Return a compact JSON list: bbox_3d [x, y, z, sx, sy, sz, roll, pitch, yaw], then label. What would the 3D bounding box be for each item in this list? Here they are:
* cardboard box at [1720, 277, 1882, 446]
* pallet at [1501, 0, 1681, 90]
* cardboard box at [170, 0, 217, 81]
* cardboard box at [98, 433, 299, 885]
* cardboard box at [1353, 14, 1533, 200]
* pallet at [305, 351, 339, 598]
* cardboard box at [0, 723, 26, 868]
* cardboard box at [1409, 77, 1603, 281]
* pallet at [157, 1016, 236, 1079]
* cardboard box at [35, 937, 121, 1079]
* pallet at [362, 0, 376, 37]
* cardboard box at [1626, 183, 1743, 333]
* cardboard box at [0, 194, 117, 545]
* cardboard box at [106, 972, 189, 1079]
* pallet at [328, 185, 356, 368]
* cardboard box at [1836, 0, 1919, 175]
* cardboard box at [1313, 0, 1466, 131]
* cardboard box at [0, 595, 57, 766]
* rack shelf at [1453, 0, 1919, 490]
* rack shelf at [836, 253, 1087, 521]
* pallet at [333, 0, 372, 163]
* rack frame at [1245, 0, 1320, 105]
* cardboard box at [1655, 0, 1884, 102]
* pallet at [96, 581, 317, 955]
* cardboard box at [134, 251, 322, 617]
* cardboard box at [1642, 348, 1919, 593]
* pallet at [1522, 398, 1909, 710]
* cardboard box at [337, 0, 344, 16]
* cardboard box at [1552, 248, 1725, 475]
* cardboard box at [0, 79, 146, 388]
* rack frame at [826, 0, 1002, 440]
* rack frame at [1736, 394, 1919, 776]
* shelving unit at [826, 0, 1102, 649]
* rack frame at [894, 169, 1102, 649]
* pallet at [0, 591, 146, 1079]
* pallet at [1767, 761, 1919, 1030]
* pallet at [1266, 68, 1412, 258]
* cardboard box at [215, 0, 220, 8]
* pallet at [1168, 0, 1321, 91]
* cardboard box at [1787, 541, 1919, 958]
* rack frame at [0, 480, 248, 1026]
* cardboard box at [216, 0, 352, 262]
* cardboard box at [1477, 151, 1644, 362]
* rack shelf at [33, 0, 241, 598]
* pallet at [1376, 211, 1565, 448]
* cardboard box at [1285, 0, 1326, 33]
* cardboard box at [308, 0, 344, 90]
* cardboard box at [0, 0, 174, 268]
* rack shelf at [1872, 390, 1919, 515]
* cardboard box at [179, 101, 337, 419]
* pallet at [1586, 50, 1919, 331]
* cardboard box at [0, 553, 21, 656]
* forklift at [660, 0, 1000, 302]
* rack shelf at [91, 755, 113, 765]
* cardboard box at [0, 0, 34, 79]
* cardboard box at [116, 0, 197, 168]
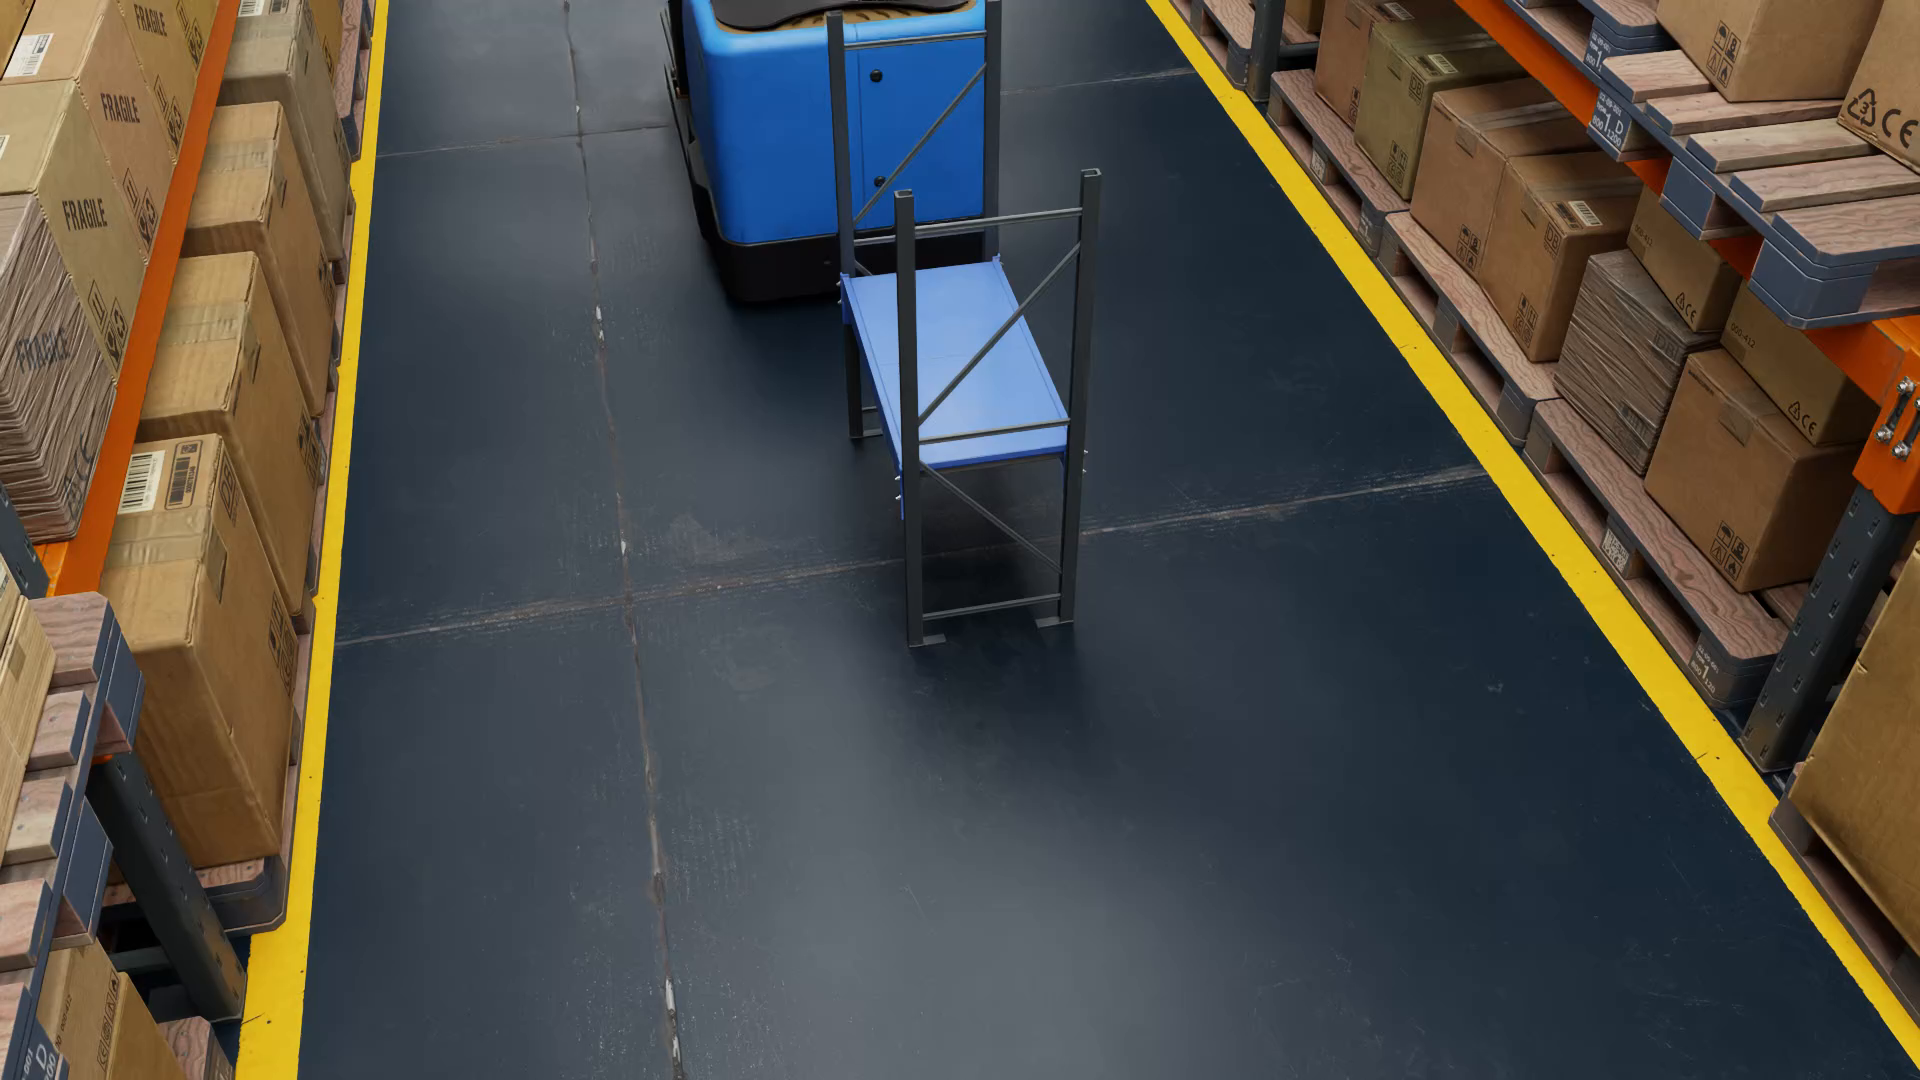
[{"bbox_3d":[2.482,-0.531,4.576,0.500,0.250,0.500,-7,42,-8],"label":"cardboard box"},{"bbox_3d":[2.188,-1.797,5.159,1.003,0.211,1.213,-8,42,-9],"label":"pallet"},{"bbox_3d":[-2.481,-1.621,4.741,0.500,0.500,0.500,-8,42,-9],"label":"cardboard box"},{"bbox_3d":[-2.253,0.331,3.996,1.050,0.750,0.750,-9,42,-10],"label":"cardboard box"},{"bbox_3d":[1.988,-1.701,6.458,0.700,0.500,0.500,-9,42,-10],"label":"cardboard box"},{"bbox_3d":[-2.566,-0.214,5.332,1.003,0.211,1.213,-8,42,-9],"label":"pallet"},{"bbox_3d":[-1.602,0.406,2.406,0.380,0.149,0.250,-8,42,-9],"label":"cardboard box"},{"bbox_3d":[2.110,-1.338,6.049,0.700,0.500,0.500,-12,43,-13],"label":"cardboard box"},{"bbox_3d":[-2.042,1.604,3.284,1.003,0.211,1.213,-8,42,-9],"label":"pallet"},{"bbox_3d":[-1.806,0.957,2.914,0.500,0.250,0.500,-9,42,-10],"label":"cardboard box"},{"bbox_3d":[-3.427,-2.792,8.237,1.003,0.211,1.213,-8,42,-9],"label":"pallet"},{"bbox_3d":[2.357,-0.874,4.961,0.500,0.250,0.500,-4,42,-4],"label":"cardboard box"},{"bbox_3d":[-2.042,-0.313,3.268,0.500,0.500,0.500,-8,42,-9],"label":"cardboard box"},{"bbox_3d":[-1.812,1.221,3.182,0.500,0.500,0.500,-9,42,-9],"label":"cardboard box"},{"bbox_3d":[-2.832,-1.007,6.225,1.003,0.211,1.213,-8,42,-9],"label":"pallet"},{"bbox_3d":[2.500,-1.130,3.872,0.500,0.500,0.500,-13,43,-15],"label":"cardboard box"},{"bbox_3d":[1.904,-2.013,6.809,0.700,0.500,0.500,-11,43,-13],"label":"cardboard box"},{"bbox_3d":[-1.654,0.245,2.588,0.380,0.149,0.250,-8,42,-9],"label":"cardboard box"},{"bbox_3d":[2.224,-1.619,5.356,1.077,0.370,4.000,-8,42,-9],"label":"rack shelf"},{"bbox_3d":[-0.018,-0.482,4.934,0.538,0.185,1.000,-8,42,-9],"label":"rack shelf"},{"bbox_3d":[-3.160,-2.000,7.344,1.003,0.211,1.213,-8,42,-9],"label":"pallet"},{"bbox_3d":[1.792,-3.184,6.577,1.000,3.000,0.127,-8,42,-9],"label":"rack frame"},{"bbox_3d":[2.282,-1.477,4.263,0.700,0.500,0.500,-3,42,-3],"label":"cardboard box"},{"bbox_3d":[-2.306,0.575,4.443,1.003,0.211,1.213,-8,42,-9],"label":"pallet"},{"bbox_3d":[-2.445,-0.235,4.634,1.050,0.750,0.750,-8,42,-9],"label":"cardboard box"},{"bbox_3d":[2.492,-0.252,4.826,0.700,0.500,0.500,-10,43,-12],"label":"cardboard box"},{"bbox_3d":[2.489,-0.055,5.153,1.003,0.211,1.213,-8,42,-9],"label":"pallet"},{"bbox_3d":[-3.338,-2.903,7.545,0.875,0.875,0.875,-8,42,-9],"label":"cardboard box"},{"bbox_3d":[2.359,-0.610,5.229,0.700,0.500,0.500,-12,43,-13],"label":"cardboard box"},{"bbox_3d":[-2.155,-0.642,3.639,0.500,0.500,0.500,-9,42,-10],"label":"cardboard box"},{"bbox_3d":[-0.128,-0.946,5.186,0.500,1.500,0.032,-8,42,-9],"label":"rack frame"},{"bbox_3d":[2.656,-0.591,3.656,1.000,3.000,0.127,-8,42,-9],"label":"rack frame"},{"bbox_3d":[-0.018,-0.616,4.814,0.538,1.500,1.048,-8,42,-9],"label":"shelving unit"},{"bbox_3d":[0.091,-0.287,4.443,0.500,1.500,0.032,-8,42,-9],"label":"rack frame"},{"bbox_3d":[-1.951,0.572,2.490,1.213,0.211,1.003,-8,42,-9],"label":"pallet"},{"bbox_3d":[2.752,0.974,3.994,1.003,0.211,1.213,-8,42,-9],"label":"pallet"},{"bbox_3d":[1.962,-1.637,6.935,1.003,0.211,1.213,-8,42,-9],"label":"pallet"},{"bbox_3d":[-2.590,-1.949,5.110,0.500,0.500,0.500,-9,42,-10],"label":"cardboard box"},{"bbox_3d":[1.613,-2.571,7.988,1.003,0.211,1.213,-8,42,-9],"label":"pallet"},{"bbox_3d":[2.784,0.497,3.715,1.225,0.875,0.875,-10,43,-11],"label":"cardboard box"},{"bbox_3d":[-2.209,0.054,2.930,1.000,3.000,0.127,-8,42,-9],"label":"rack frame"},{"bbox_3d":[-2.851,-1.465,6.019,1.050,0.750,0.750,-9,42,-10],"label":"cardboard box"},{"bbox_3d":[2.230,-0.977,5.642,0.700,0.500,0.500,-5,42,-6],"label":"cardboard box"},{"bbox_3d":[-2.641,-0.973,4.629,1.077,0.370,4.000,-8,42,-9],"label":"rack shelf"},{"bbox_3d":[2.229,-0.844,6.042,1.003,0.211,1.213,-8,42,-9],"label":"pallet"},{"bbox_3d":[1.745,-2.671,7.566,0.500,0.500,0.500,-10,42,-11],"label":"cardboard box"},{"bbox_3d":[-3.140,-2.319,6.887,0.875,0.875,0.875,-8,42,-9],"label":"cardboard box"},{"bbox_3d":[-2.263,-0.969,4.007,0.500,0.500,0.500,-8,42,-9],"label":"cardboard box"},{"bbox_3d":[3.087,0.974,2.435,1.077,0.370,4.000,-8,42,-9],"label":"rack shelf"},{"bbox_3d":[-2.646,-0.839,5.314,1.050,0.750,0.750,-8,42,-9],"label":"cardboard box"},{"bbox_3d":[2.398,-0.966,4.223,1.213,0.211,1.003,-8,42,-9],"label":"pallet"},{"bbox_3d":[-1.658,0.135,2.488,0.380,0.149,0.250,-8,42,-8],"label":"cardboard box"},{"bbox_3d":[-0.693,-2.964,6.381,1.130,2.935,3.031,-9,42,-10],"label":"forklift"},{"bbox_3d":[-1.777,1.619,1.708,1.077,0.370,4.000,-8,42,-9],"label":"rack shelf"},{"bbox_3d":[-2.520,-1.310,3.637,0.700,0.500,0.500,-9,42,-10],"label":"cardboard box"},{"bbox_3d":[-2.369,-1.292,4.371,0.500,0.500,0.500,-9,42,-10],"label":"cardboard box"}]
